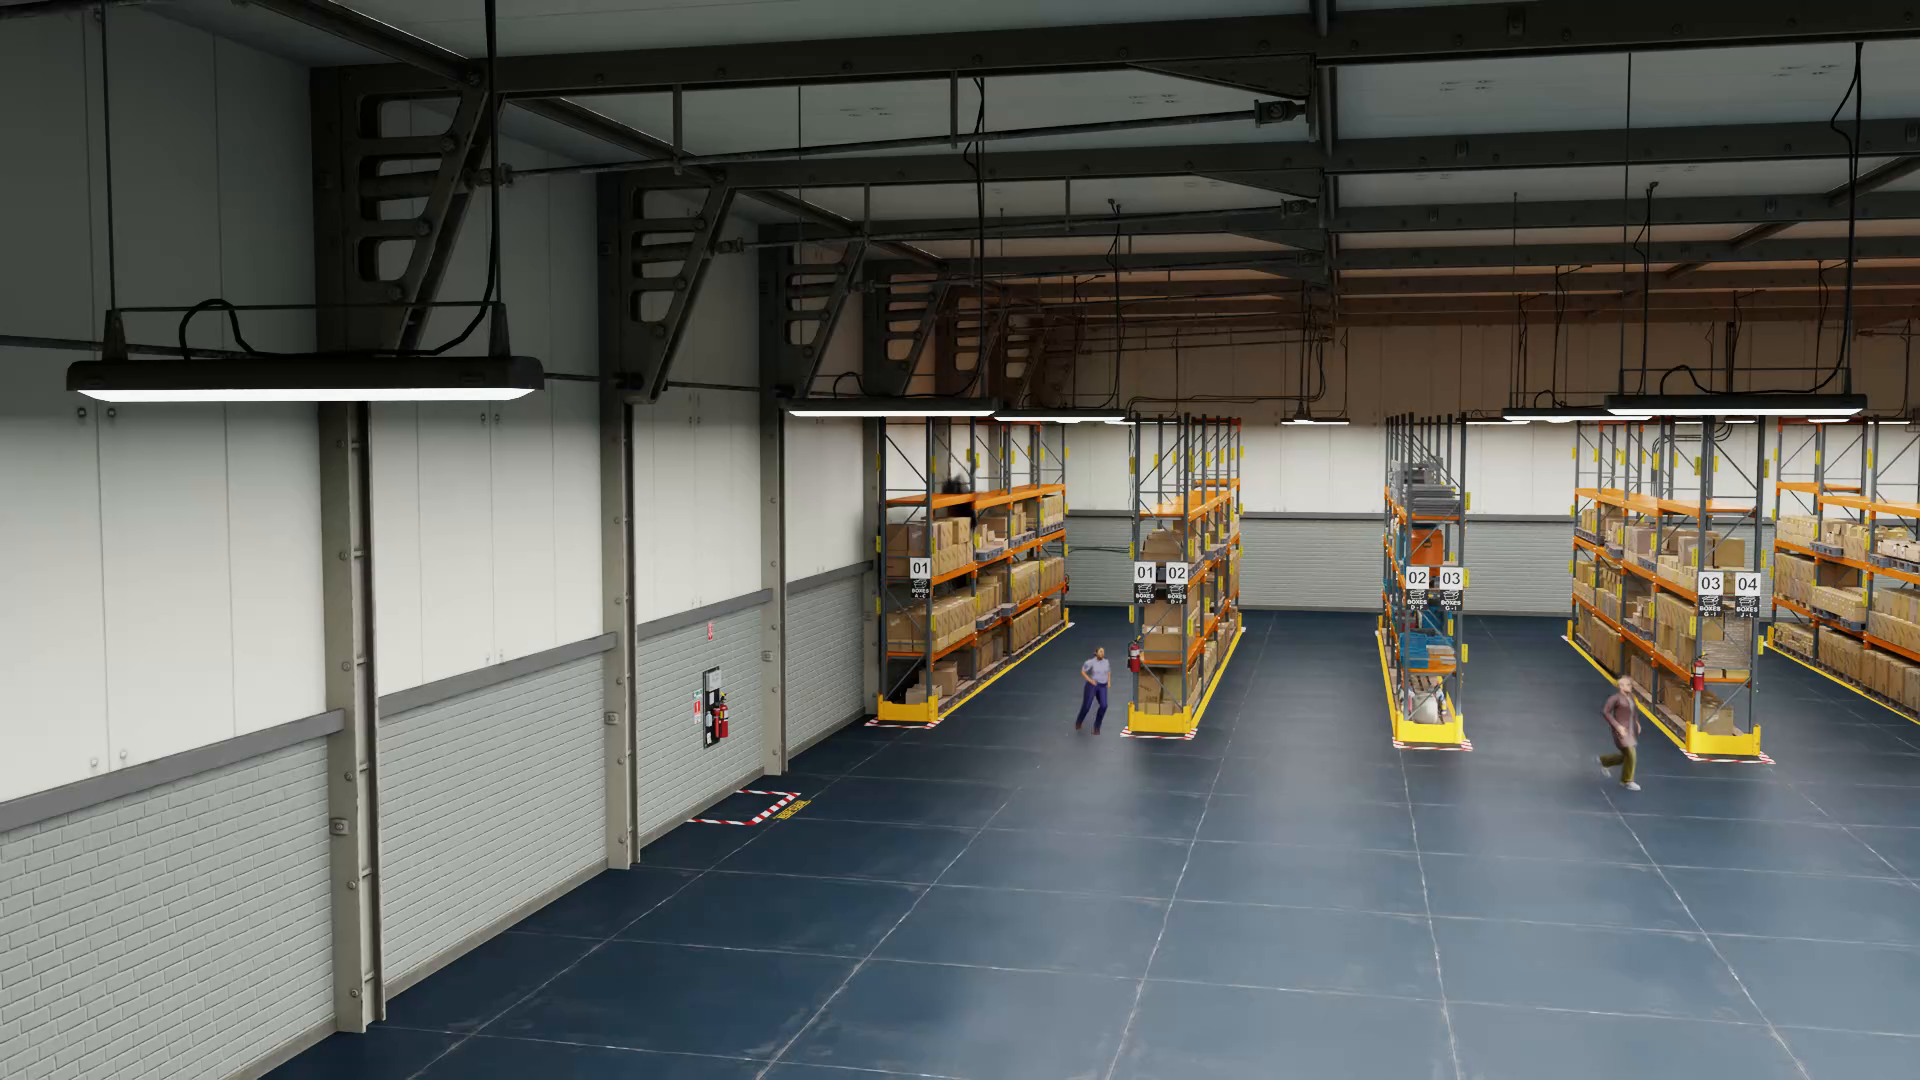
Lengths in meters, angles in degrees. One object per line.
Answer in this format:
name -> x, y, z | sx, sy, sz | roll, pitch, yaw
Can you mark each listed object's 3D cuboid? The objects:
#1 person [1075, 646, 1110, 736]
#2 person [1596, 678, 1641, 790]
person -> 2.548, 2.819, 31.177 | 0.690, 1.675, 0.696 | -1, 4, -17
person -> 10.520, 3.064, 26.549 | 0.731, 1.755, 0.817 | -3, 5, -40
